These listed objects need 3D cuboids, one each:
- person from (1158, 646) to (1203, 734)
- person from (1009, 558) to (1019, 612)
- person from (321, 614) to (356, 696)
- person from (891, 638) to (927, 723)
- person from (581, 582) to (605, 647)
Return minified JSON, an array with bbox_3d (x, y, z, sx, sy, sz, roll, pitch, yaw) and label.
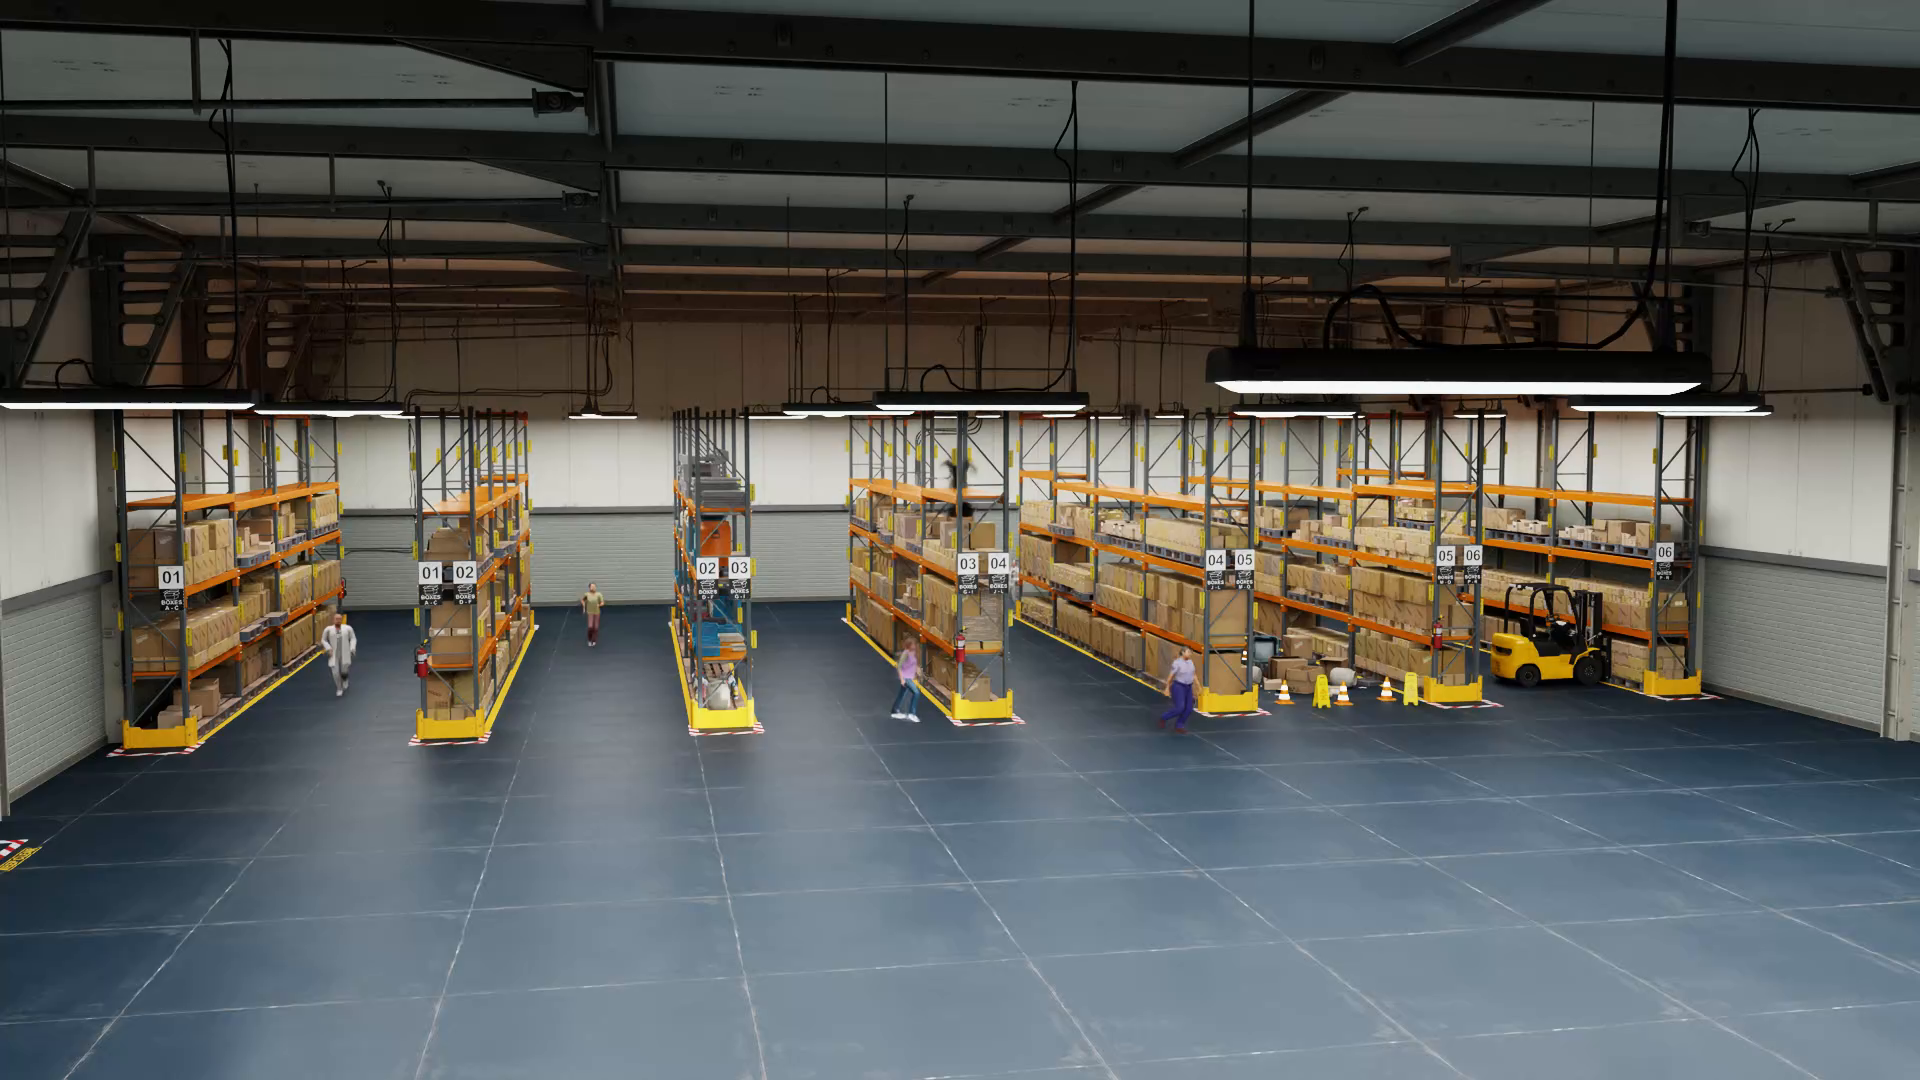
[{"bbox_3d":[4.032,2.756,30.559,0.664,1.636,0.667,-4,6,-44],"label":"person"},{"bbox_3d":[1.588,1.386,49.548,0.646,1.714,0.613,-4,6,-44],"label":"person"},{"bbox_3d":[-12.979,2.396,34.745,0.688,1.724,0.679,-1,4,-18],"label":"person"},{"bbox_3d":[-1.001,2.653,31.611,0.714,1.588,0.477,1,4,15],"label":"person"},{"bbox_3d":[-9.298,1.893,42.165,0.569,1.638,0.643,-1,4,-16],"label":"person"}]
